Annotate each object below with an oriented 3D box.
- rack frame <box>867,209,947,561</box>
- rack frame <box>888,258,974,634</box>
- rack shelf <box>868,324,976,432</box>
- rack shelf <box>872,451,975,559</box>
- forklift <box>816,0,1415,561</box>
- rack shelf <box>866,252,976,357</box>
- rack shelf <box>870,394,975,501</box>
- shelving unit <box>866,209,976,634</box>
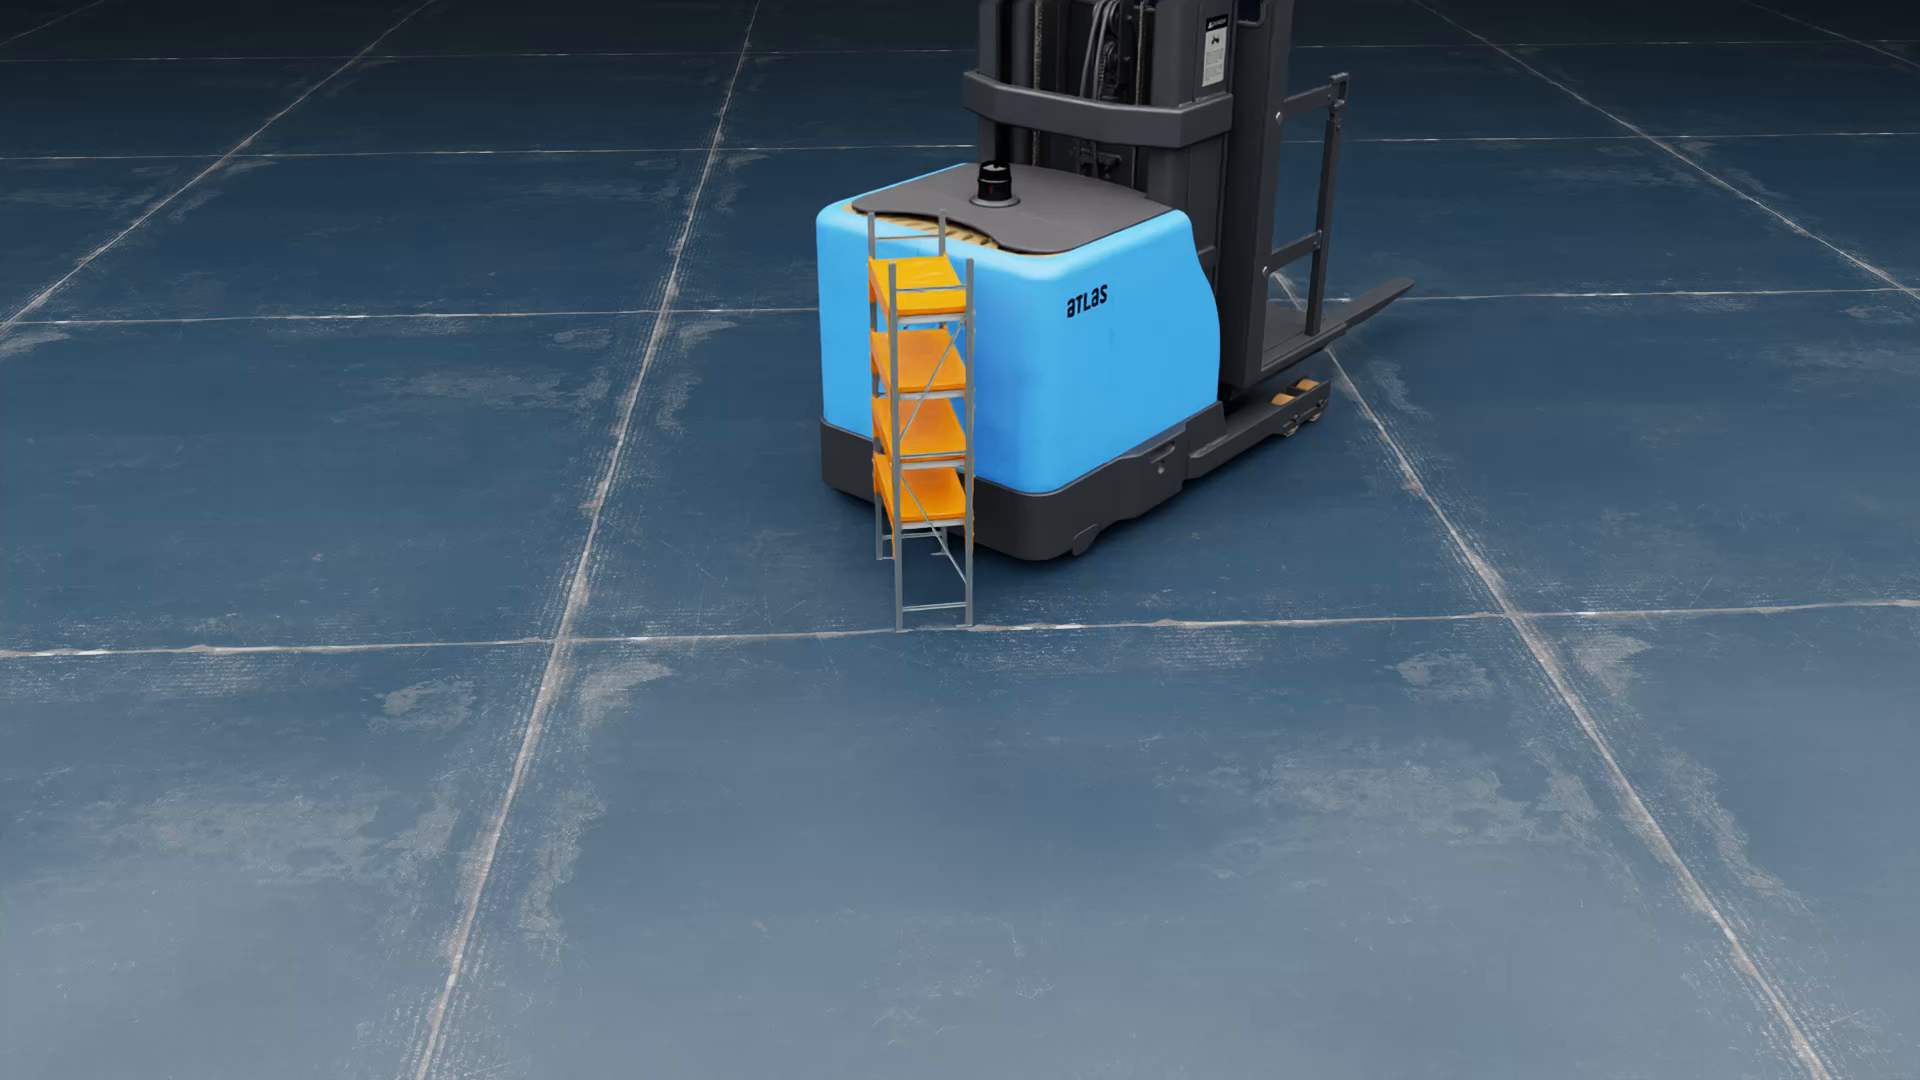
[{"bbox_3d":[-0.163,-0.473,5.359,0.240,1.200,0.015,-5,28,-9],"label":"rack frame"},{"bbox_3d":[-0.081,-0.250,4.933,0.240,1.200,0.015,-5,28,-9],"label":"rack frame"},{"bbox_3d":[-0.122,-0.500,5.074,0.258,0.148,0.480,-5,28,-9],"label":"rack shelf"},{"bbox_3d":[-0.122,-0.126,5.269,0.258,0.148,0.480,-5,28,-9],"label":"rack shelf"},{"bbox_3d":[0.832,-1.839,6.107,1.130,2.935,3.031,21,34,35],"label":"forklift"},{"bbox_3d":[-0.122,-0.710,4.964,0.258,0.148,0.480,-5,28,-9],"label":"rack shelf"},{"bbox_3d":[-0.122,-0.302,5.177,0.258,0.148,0.480,-5,28,-9],"label":"rack shelf"},{"bbox_3d":[-0.122,-0.362,5.146,0.258,1.200,0.503,-5,28,-9],"label":"shelving unit"}]
